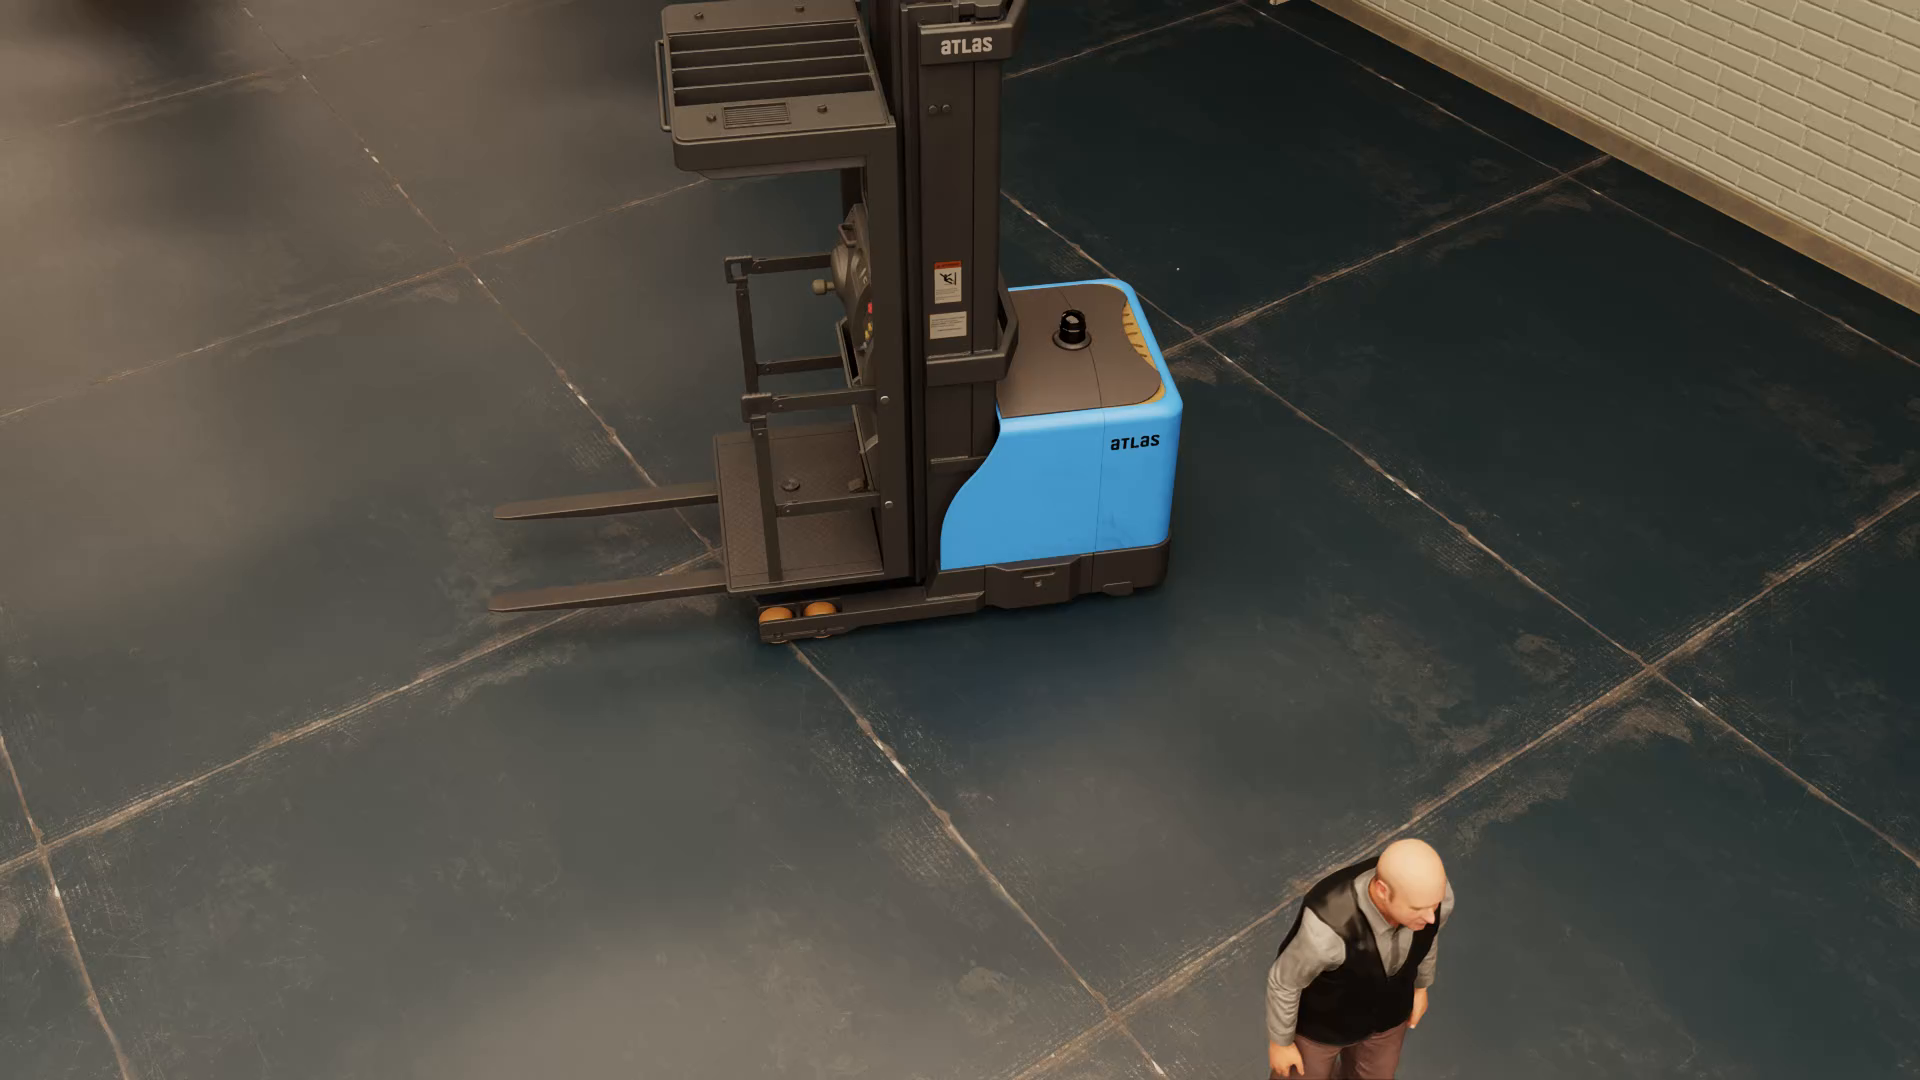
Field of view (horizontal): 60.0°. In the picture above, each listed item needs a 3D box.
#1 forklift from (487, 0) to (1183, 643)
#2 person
[{"bbox_3d":[-0.616,-1.007,6.808,3.031,2.935,1.130,-7,43,-7],"label":"forklift"},{"bbox_3d":[1.169,1.428,5.061,0.586,1.720,0.427,-16,45,-16],"label":"person"}]
